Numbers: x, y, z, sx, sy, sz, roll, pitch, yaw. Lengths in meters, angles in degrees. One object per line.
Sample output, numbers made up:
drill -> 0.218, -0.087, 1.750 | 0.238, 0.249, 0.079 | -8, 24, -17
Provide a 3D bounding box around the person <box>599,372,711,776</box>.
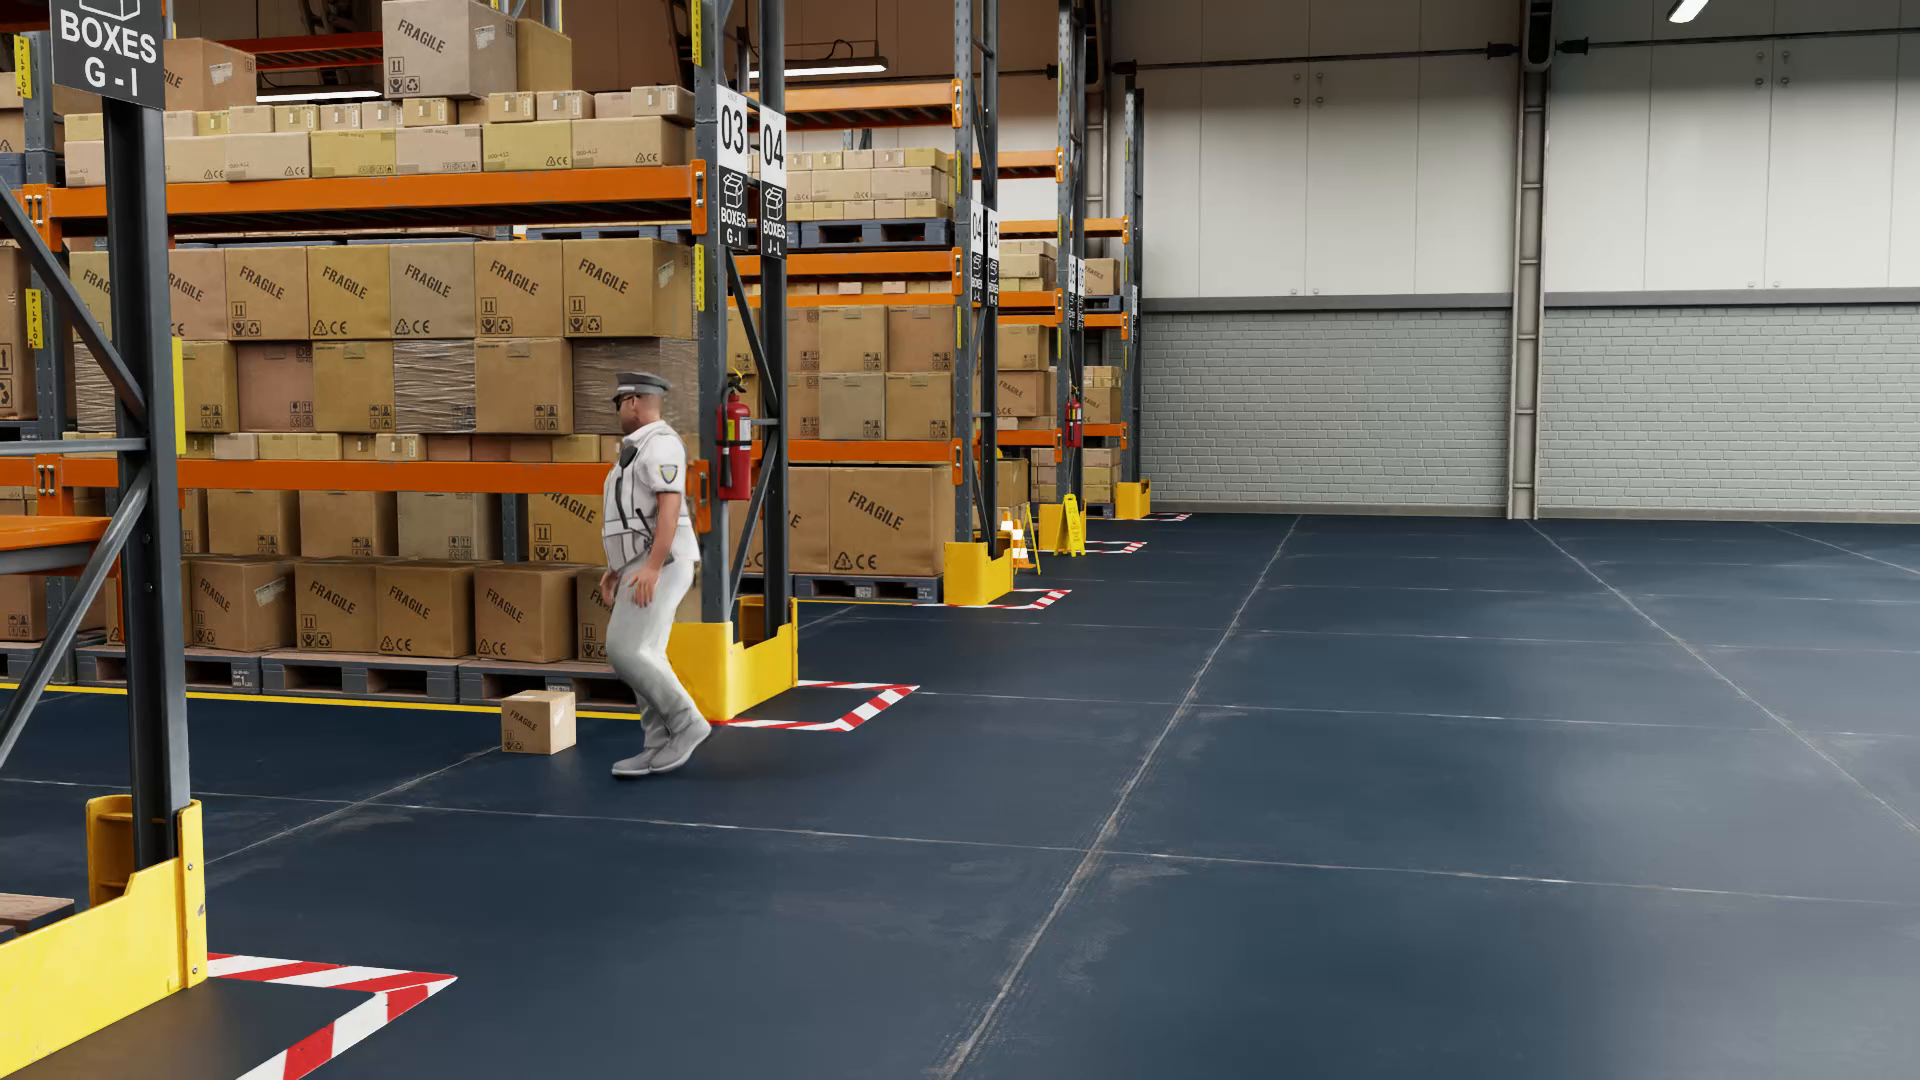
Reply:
person -> -1.368, 0.138, 7.268 | 0.450, 1.740, 0.597 | -2, 5, -24
